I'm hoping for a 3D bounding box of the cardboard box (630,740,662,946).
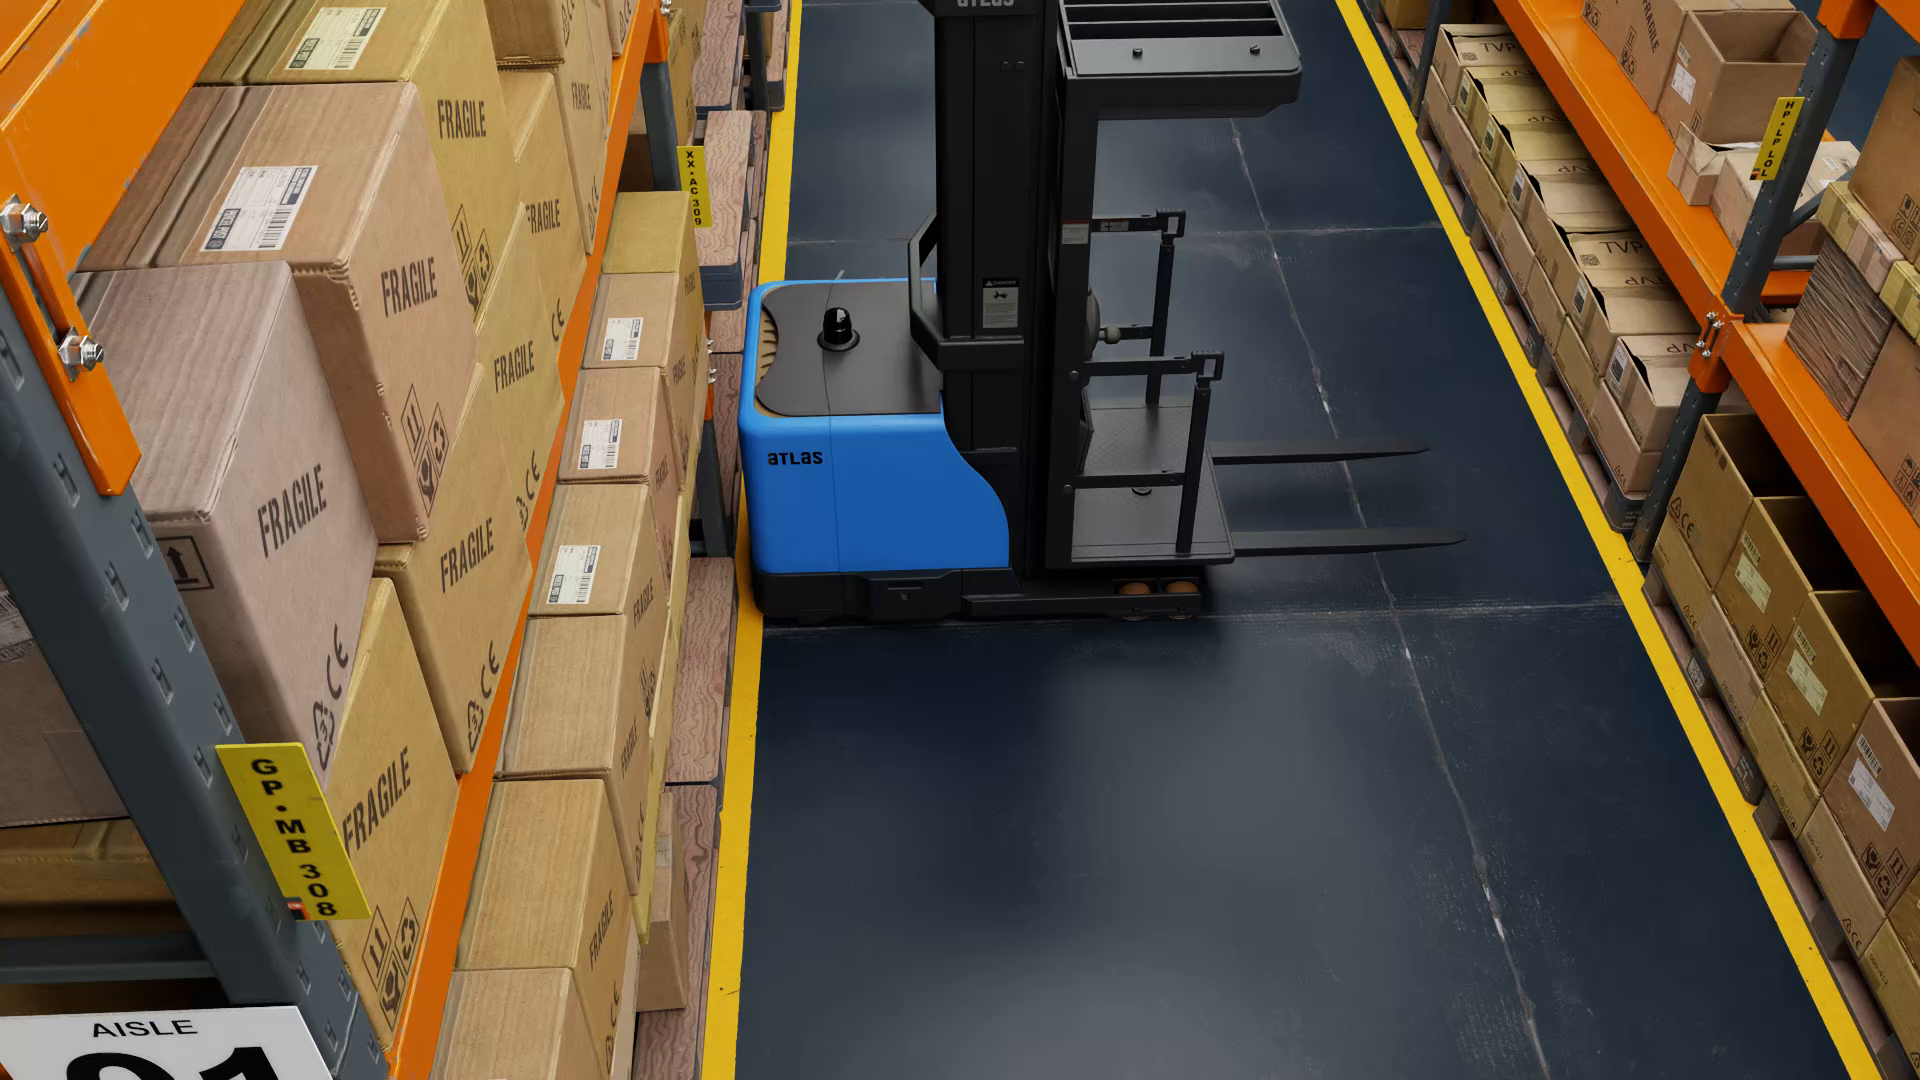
[{"bbox_3d":[-1.072,0.804,4.399,0.500,0.250,0.500,-2,43,-2],"label":"cardboard box"}]

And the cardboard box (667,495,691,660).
[{"bbox_3d":[-1.114,0.123,5.141,0.500,0.250,0.500,-2,43,-2],"label":"cardboard box"}]

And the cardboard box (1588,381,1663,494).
[{"bbox_3d":[3.156,-0.469,7.415,0.500,0.250,0.500,-2,43,-2],"label":"cardboard box"}]

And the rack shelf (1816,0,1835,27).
[{"bbox_3d":[3.378,-3.247,7.034,1.077,0.370,4.000,-2,43,-2],"label":"rack shelf"}]

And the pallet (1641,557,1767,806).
[{"bbox_3d":[3.455,0.510,6.687,1.003,0.211,1.213,-2,43,-2],"label":"pallet"}]

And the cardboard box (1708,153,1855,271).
[{"bbox_3d":[3.398,-1.332,6.744,0.500,0.250,0.500,1,43,1],"label":"cardboard box"}]

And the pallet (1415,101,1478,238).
[{"bbox_3d":[3.289,-2.171,9.612,1.003,0.211,1.213,-2,43,-2],"label":"pallet"}]

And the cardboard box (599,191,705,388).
[{"bbox_3d":[-1.157,-0.829,5.626,0.500,0.500,0.500,-2,43,-2],"label":"cardboard box"}]

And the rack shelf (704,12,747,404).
[{"bbox_3d":[-1.571,-1.996,7.890,1.077,0.370,4.000,-2,43,-2],"label":"rack shelf"}]

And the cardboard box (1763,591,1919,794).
[{"bbox_3d":[3.212,0.524,5.778,0.500,0.500,0.500,-2,43,-2],"label":"cardboard box"}]

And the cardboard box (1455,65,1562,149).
[{"bbox_3d":[3.053,-2.388,9.094,0.500,0.311,0.500,-3,43,-3],"label":"cardboard box"}]

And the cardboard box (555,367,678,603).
[{"bbox_3d":[-1.120,-0.152,4.887,0.500,0.500,0.500,-3,43,-3],"label":"cardboard box"}]

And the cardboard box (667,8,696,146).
[{"bbox_3d":[-1.490,-1.832,6.779,0.700,0.500,0.500,2,43,3],"label":"cardboard box"}]

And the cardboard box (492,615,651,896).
[{"bbox_3d":[-1.063,0.547,4.124,0.500,0.500,0.500,-3,43,-3],"label":"cardboard box"}]

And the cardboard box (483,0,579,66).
[{"bbox_3d":[-1.128,-1.377,3.634,0.500,0.500,0.500,-3,43,-3],"label":"cardboard box"}]

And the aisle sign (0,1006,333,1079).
[{"bbox_3d":[-1.014,0.871,2.306,0.394,0.787,0.004,-2,43,-2],"label":"aisle sign"}]

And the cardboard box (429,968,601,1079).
[{"bbox_3d":[-1.036,1.230,3.379,0.500,0.500,0.500,-2,43,-2],"label":"cardboard box"}]

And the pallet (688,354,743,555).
[{"bbox_3d":[-1.521,-0.409,7.690,1.003,0.211,1.213,-2,43,-2],"label":"pallet"}]

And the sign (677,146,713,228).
[{"bbox_3d":[-0.944,-1.251,5.904,0.100,0.325,0.005,-2,43,-2],"label":"sign"}]

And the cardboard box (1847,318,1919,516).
[{"bbox_3d":[3.517,-0.438,5.583,0.700,0.500,0.500,-2,43,-2],"label":"cardboard box"}]

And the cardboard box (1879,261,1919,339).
[{"bbox_3d":[3.304,-0.801,5.500,0.380,0.149,0.250,-3,43,-3],"label":"cardboard box"}]

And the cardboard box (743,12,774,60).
[{"bbox_3d":[-1.556,-3.474,10.250,0.750,0.750,0.750,-2,43,-2],"label":"cardboard box"}]

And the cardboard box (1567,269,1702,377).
[{"bbox_3d":[3.131,-1.020,7.602,0.500,0.311,0.500,-1,43,-1],"label":"cardboard box"}]

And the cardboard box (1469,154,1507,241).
[{"bbox_3d":[3.072,-1.845,8.917,0.500,0.250,0.500,-3,43,-3],"label":"cardboard box"}]

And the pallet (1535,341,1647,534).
[{"bbox_3d":[3.393,-0.524,7.815,1.003,0.211,1.213,-2,43,-2],"label":"pallet"}]

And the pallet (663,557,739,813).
[{"bbox_3d":[-1.422,0.569,6.623,1.003,0.211,1.213,-2,43,-2],"label":"pallet"}]

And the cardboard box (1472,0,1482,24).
[{"bbox_3d":[3.531,-3.666,10.703,0.500,0.500,0.500,-3,43,-3],"label":"cardboard box"}]

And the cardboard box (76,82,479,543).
[{"bbox_3d":[-1.061,-0.337,2.498,0.500,0.500,0.500,-2,43,-2],"label":"cardboard box"}]

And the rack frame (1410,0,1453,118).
[{"bbox_3d":[3.293,-3.756,9.278,1.000,3.000,0.127,-2,43,-2],"label":"rack frame"}]

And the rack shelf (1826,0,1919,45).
[{"bbox_3d":[3.548,-0.546,4.088,1.077,0.370,4.000,-2,43,-2],"label":"rack shelf"}]

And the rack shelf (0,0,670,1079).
[{"bbox_3d":[-1.401,-0.402,3.930,1.077,0.370,4.000,-2,43,-2],"label":"rack shelf"}]

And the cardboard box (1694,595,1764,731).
[{"bbox_3d":[3.196,0.462,6.399,0.500,0.250,0.500,-2,43,-2],"label":"cardboard box"}]

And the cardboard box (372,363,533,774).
[{"bbox_3d":[-1.068,0.043,2.825,0.500,0.500,0.500,1,43,1],"label":"cardboard box"}]

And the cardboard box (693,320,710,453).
[{"bbox_3d":[-1.163,-0.552,5.878,0.500,0.250,0.500,-2,43,-2],"label":"cardboard box"}]

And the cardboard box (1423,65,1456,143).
[{"bbox_3d":[3.022,-2.535,9.670,0.500,0.250,0.500,-2,43,-2],"label":"cardboard box"}]

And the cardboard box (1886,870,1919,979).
[{"bbox_3d":[3.256,1.199,5.041,0.500,0.500,0.500,-2,43,-2],"label":"cardboard box"}]

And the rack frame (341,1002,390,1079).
[{"bbox_3d":[-1.316,1.789,3.228,1.000,3.000,0.127,-2,43,-2],"label":"rack frame"}]

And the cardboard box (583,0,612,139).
[{"bbox_3d":[-1.209,-1.386,4.383,0.500,0.500,0.500,-5,43,-5],"label":"cardboard box"}]

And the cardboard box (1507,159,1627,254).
[{"bbox_3d":[3.094,-1.696,8.340,0.500,0.311,0.500,-2,43,-2],"label":"cardboard box"}]

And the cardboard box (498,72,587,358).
[{"bbox_3d":[-1.138,-0.669,3.601,0.500,0.500,0.500,1,43,1],"label":"cardboard box"}]

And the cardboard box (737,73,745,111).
[{"bbox_3d":[-1.573,-2.368,9.287,0.700,0.500,0.500,-1,43,-1],"label":"cardboard box"}]

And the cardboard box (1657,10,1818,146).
[{"bbox_3d":[3.424,-1.967,7.252,0.500,0.500,0.500,1,43,1],"label":"cardboard box"}]

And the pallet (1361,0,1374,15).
[{"bbox_3d":[3.250,-4.055,11.667,1.003,0.211,1.213,-2,43,-2],"label":"pallet"}]

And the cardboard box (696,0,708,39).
[{"bbox_3d":[-1.551,-2.653,7.675,0.700,0.500,0.500,-2,43,-2],"label":"cardboard box"}]

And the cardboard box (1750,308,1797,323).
[{"bbox_3d":[3.678,-1.028,7.610,0.500,0.311,0.500,-2,43,-2],"label":"cardboard box"}]

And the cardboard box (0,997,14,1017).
[{"bbox_3d":[-1.587,0.365,2.473,0.500,0.500,0.500,1,43,1],"label":"cardboard box"}]

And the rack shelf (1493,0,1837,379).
[{"bbox_3d":[3.378,-2.141,8.048,1.077,0.370,4.000,-2,43,-2],"label":"rack shelf"}]

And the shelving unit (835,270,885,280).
[{"bbox_3d":[-0.678,-0.927,8.266,0.258,0.189,1.200,12,43,12],"label":"shelving unit"}]

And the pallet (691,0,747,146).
[{"bbox_3d":[-1.531,-2.206,7.728,1.003,0.211,1.213,-2,43,-2],"label":"pallet"}]

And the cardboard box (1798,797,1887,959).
[{"bbox_3d":[3.239,1.137,5.663,0.500,0.250,0.500,-2,43,-2],"label":"cardboard box"}]

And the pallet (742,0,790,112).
[{"bbox_3d":[-1.614,-3.118,10.645,1.003,0.211,1.213,-2,43,-2],"label":"pallet"}]

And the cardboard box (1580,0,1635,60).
[{"bbox_3d":[3.381,-2.661,8.009,0.500,0.500,0.500,-4,43,-4],"label":"cardboard box"}]

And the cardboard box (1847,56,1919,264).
[{"bbox_3d":[3.488,-1.272,5.533,0.700,0.500,0.500,-1,43,-2],"label":"cardboard box"}]

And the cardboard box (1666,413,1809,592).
[{"bbox_3d":[3.170,-0.151,6.514,0.500,0.500,0.500,-2,43,-2],"label":"cardboard box"}]

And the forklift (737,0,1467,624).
[{"bbox_3d":[0.629,-1.099,6.429,3.031,2.935,1.130,-2,43,-2],"label":"forklift"}]

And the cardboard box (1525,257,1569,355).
[{"bbox_3d":[3.114,-1.156,8.165,0.500,0.250,0.500,-1,43,-1],"label":"cardboard box"}]

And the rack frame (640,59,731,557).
[{"bbox_3d":[-1.486,-0.911,6.174,1.000,3.000,0.127,-2,43,-2],"label":"rack frame"}]

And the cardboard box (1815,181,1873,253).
[{"bbox_3d":[3.281,-1.145,5.875,0.380,0.149,0.250,-2,43,-2],"label":"cardboard box"}]
